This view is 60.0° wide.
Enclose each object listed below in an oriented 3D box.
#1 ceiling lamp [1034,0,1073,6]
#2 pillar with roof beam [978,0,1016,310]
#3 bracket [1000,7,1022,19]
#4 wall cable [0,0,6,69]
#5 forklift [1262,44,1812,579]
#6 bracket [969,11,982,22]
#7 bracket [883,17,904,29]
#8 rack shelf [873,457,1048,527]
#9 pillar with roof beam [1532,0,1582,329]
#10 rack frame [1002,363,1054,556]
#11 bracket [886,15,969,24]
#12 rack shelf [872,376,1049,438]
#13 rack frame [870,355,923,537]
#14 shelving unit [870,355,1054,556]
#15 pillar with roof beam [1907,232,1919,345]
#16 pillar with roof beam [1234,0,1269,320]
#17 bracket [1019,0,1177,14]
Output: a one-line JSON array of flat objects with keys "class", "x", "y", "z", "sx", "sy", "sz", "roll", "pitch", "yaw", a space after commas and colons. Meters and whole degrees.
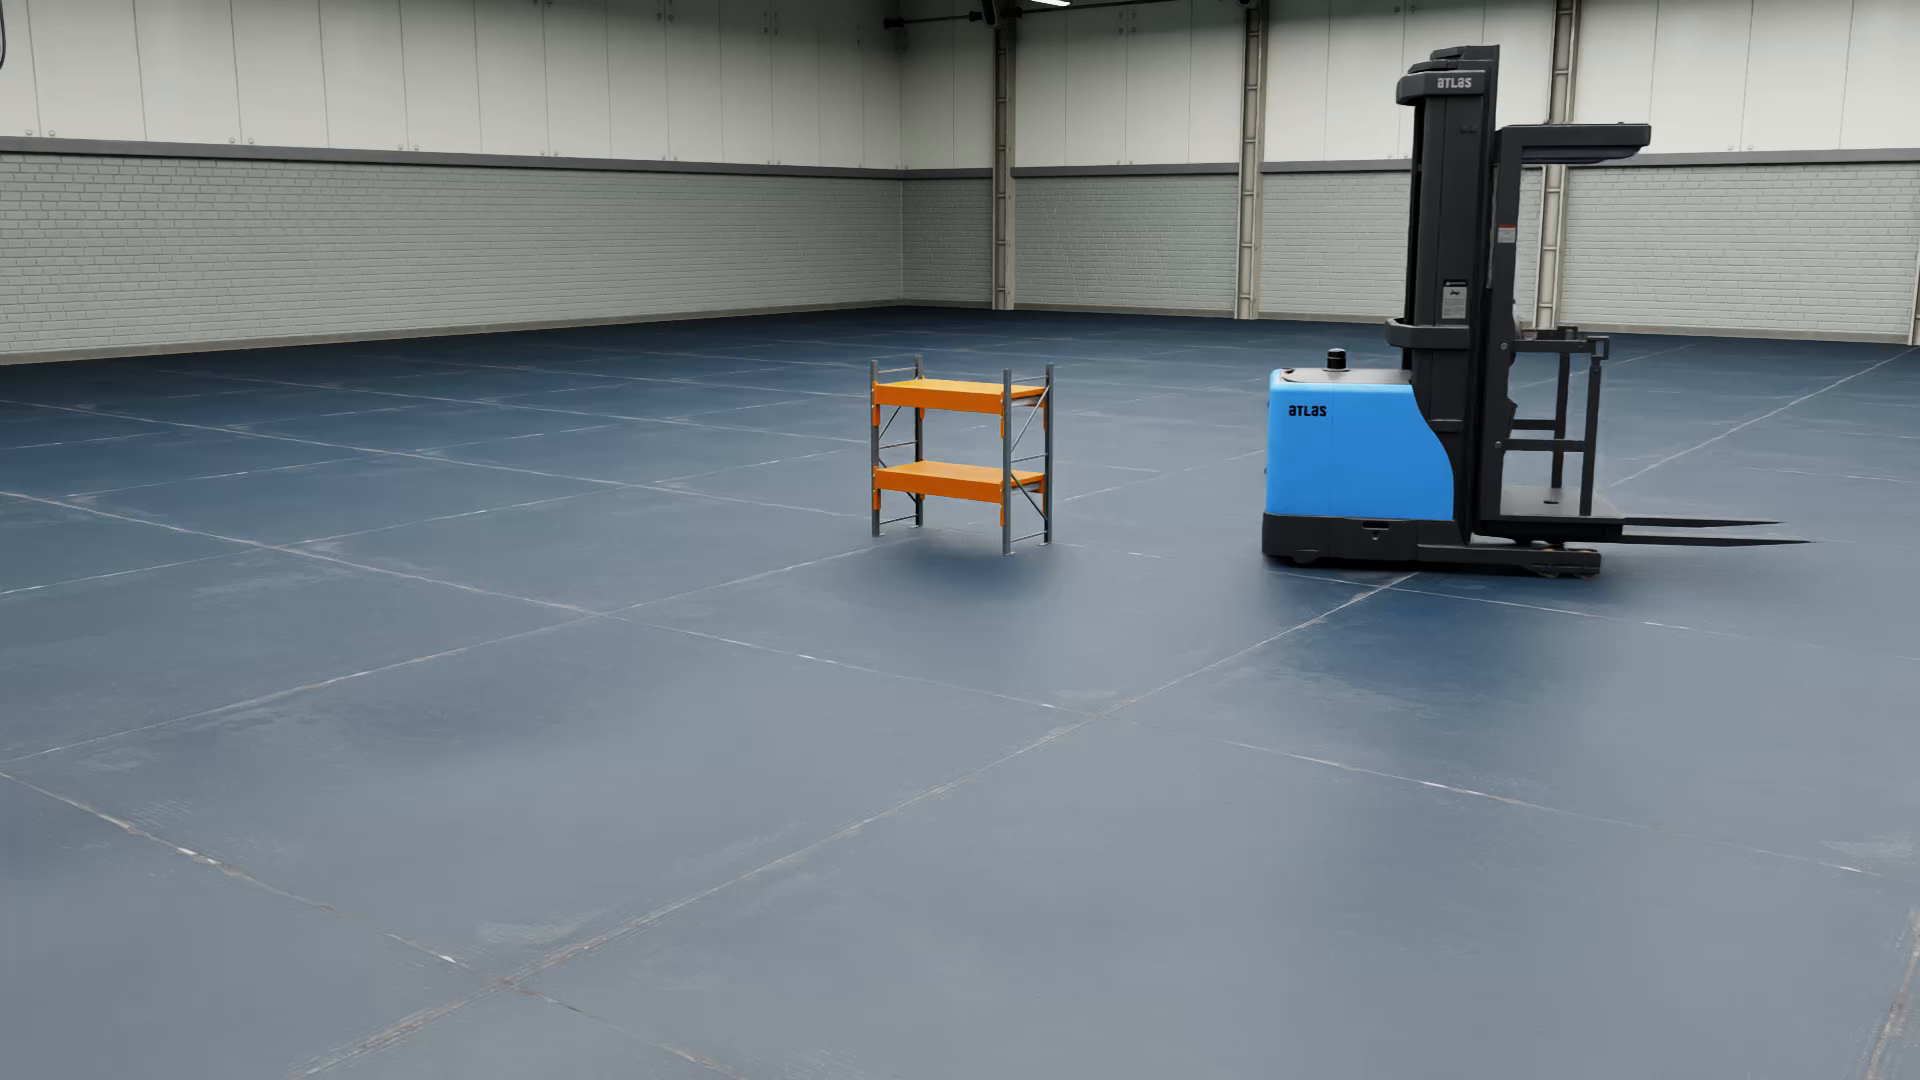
[{"class": "ceiling lamp", "x": 1.148, "y": -11.248, "z": 29.613, "sx": 0.800, "sy": 3.185, "sz": 2.000, "roll": 8, "pitch": 13, "yaw": 36}, {"class": "pillar with roof beam", "x": -1.578, "y": -8.917, "z": 32.932, "sx": 0.548, "sy": 9.000, "sz": 9.100, "roll": 8, "pitch": 13, "yaw": 36}, {"class": "bracket", "x": 1.095, "y": -11.243, "z": 35.475, "sx": 0.430, "sy": 0.232, "sz": 0.235, "roll": 8, "pitch": 13, "yaw": 36}, {"class": "wall cable", "x": -13.635, "y": -8.409, "z": 21.350, "sx": 0.169, "sy": 6.003, "sz": 2.305, "roll": 8, "pitch": 13, "yaw": 36}, {"class": "forklift", "x": 3.345, "y": -1.326, "z": 9.669, "sx": 3.031, "sy": 2.935, "sz": 1.130, "roll": 2, "pitch": 11, "yaw": 10}, {"class": "bracket", "x": 0.426, "y": -11.336, "z": 35.957, "sx": 0.430, "sy": 0.232, "sz": 0.235, "roll": 8, "pitch": 13, "yaw": 36}, {"class": "bracket", "x": -1.485, "y": -11.602, "z": 37.334, "sx": 0.430, "sy": 0.232, "sz": 0.235, "roll": 8, "pitch": 13, "yaw": 36}, {"class": "rack shelf", "x": 0.005, "y": -0.311, "z": 10.465, "sx": 1.000, "sy": 0.278, "sz": 0.538, "roll": 8, "pitch": 13, "yaw": 36}, {"class": "pillar with roof beam", "x": 8.094, "y": -7.568, "z": 25.958, "sx": 0.400, "sy": 9.000, "sz": 9.100, "roll": 8, "pitch": 13, "yaw": 36}, {"class": "rack frame", "x": 0.415, "y": -0.494, "z": 10.124, "sx": 0.032, "sy": 1.125, "sz": 0.500, "roll": 8, "pitch": 13, "yaw": 36}, {"class": "bracket", "x": -1.009, "y": -11.536, "z": 36.991, "sx": 3.189, "sy": 0.066, "sz": 0.076, "roll": 8, "pitch": 13, "yaw": 36}, {"class": "rack shelf", "x": 0.005, "y": -0.839, "z": 10.363, "sx": 1.000, "sy": 0.278, "sz": 0.538, "roll": 8, "pitch": 13, "yaw": 36}, {"class": "rack frame", "x": -0.404, "y": -0.609, "z": 10.714, "sx": 0.032, "sy": 1.125, "sz": 0.500, "roll": 8, "pitch": 13, "yaw": 36}, {"class": "shelving unit", "x": 0.005, "y": -0.552, "z": 10.419, "sx": 1.048, "sy": 1.125, "sz": 0.538, "roll": 8, "pitch": 13, "yaw": 36}, {"class": "pillar with roof beam", "x": 12.930, "y": -6.894, "z": 22.471, "sx": 0.400, "sy": 9.000, "sz": 9.100, "roll": 8, "pitch": 13, "yaw": 36}, {"class": "pillar with roof beam", "x": 3.258, "y": -8.243, "z": 29.445, "sx": 0.548, "sy": 9.000, "sz": 9.100, "roll": 8, "pitch": 13, "yaw": 36}, {"class": "bracket", "x": 3.171, "y": -10.953, "z": 33.977, "sx": 4.783, "sy": 0.066, "sz": 0.076, "roll": 8, "pitch": 13, "yaw": 36}]
